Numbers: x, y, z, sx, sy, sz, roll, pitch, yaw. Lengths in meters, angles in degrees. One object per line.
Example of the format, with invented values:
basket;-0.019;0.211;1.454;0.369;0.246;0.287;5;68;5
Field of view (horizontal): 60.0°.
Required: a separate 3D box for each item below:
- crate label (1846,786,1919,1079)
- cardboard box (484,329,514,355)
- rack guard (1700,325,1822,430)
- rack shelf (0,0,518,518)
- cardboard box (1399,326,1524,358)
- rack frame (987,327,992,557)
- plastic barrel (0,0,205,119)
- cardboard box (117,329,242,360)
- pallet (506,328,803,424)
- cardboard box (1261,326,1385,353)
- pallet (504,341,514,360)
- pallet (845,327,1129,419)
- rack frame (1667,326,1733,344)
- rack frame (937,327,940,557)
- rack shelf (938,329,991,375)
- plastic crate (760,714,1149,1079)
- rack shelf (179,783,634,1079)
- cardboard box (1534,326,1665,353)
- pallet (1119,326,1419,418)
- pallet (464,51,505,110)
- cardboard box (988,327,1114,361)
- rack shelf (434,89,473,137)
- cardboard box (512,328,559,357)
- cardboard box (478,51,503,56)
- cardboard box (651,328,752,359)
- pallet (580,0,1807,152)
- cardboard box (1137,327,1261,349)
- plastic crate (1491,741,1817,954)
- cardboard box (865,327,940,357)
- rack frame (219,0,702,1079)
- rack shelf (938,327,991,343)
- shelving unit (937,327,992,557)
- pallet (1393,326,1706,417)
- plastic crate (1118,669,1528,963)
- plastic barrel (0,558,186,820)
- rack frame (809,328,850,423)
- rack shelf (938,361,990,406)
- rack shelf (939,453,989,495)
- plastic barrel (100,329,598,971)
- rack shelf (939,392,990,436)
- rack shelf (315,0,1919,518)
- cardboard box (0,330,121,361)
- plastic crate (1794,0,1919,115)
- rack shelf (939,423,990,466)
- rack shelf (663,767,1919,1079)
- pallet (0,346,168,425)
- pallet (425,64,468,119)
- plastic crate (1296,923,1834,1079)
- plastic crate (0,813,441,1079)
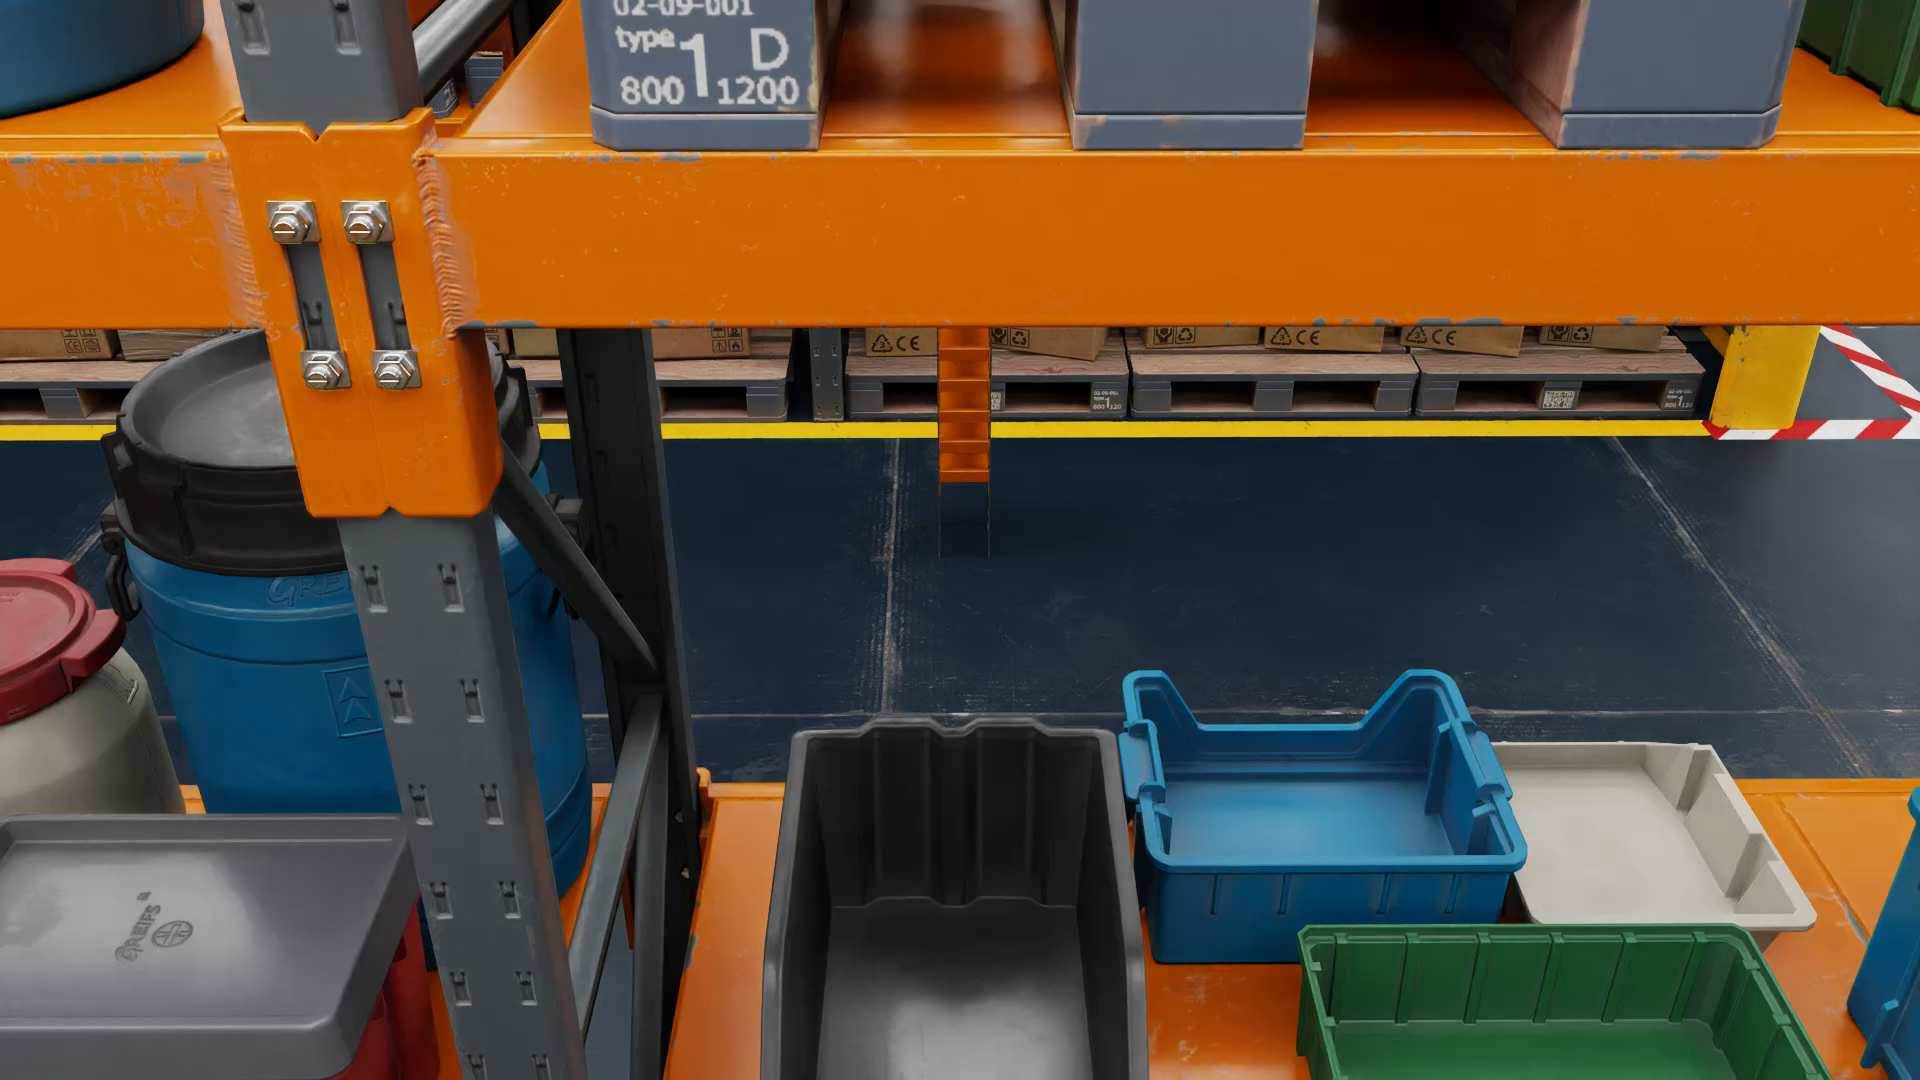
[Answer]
crate label;1.628;0.648;2.256;0.616;0.435;0.502;0;31;0
cardboard box;-2.213;-1.175;7.280;0.500;0.500;0.700;-3;31;-5
rack guard;3.361;-0.983;7.389;0.348;0.500;1.175;0;31;0
rack shelf;-2.533;-0.439;1.884;4.000;0.370;1.077;0;31;0
cardboard box;2.215;-1.150;7.259;0.500;0.500;0.500;8;32;13
rack frame;0.106;-0.513;5.939;0.006;1.200;0.240;0;31;0
plastic barrel;-1.040;-0.853;1.389;0.708;0.901;0.600;0;31;0
cardboard box;-3.338;-1.167;7.268;0.500;0.500;0.700;-3;31;-4
pallet;-1.341;-0.844;7.438;1.213;0.211;1.003;0;31;0
cardboard box;1.589;-1.158;7.272;0.500;0.500;0.500;3;31;4
pallet;-2.564;-0.839;7.429;1.213;0.211;1.003;0;31;0
pallet;0.109;-0.868;7.477;1.213;0.211;1.003;0;31;0
rack frame;3.437;-2.052;6.741;0.127;3.000;1.000;0;31;0
rack frame;-0.077;-0.513;5.938;0.006;1.200;0.240;0;31;0
rack shelf;0.014;-0.680;5.837;0.180;0.103;0.258;0;31;0
plastic crate;-0.008;0.620;2.396;0.504;0.338;0.767;0;31;0
rack shelf;-2.533;0.843;2.662;4.000;0.370;1.077;0;31;0
cardboard box;2.813;-1.170;7.291;0.500;0.500;0.500;5;32;9
pallet;1.332;-0.873;7.486;1.213;0.211;1.003;0;31;0
pallet;-1.328;-2.031;6.890;1.213;0.211;1.003;0;31;0
cardboard box;0.410;-1.137;7.237;0.500;0.500;0.500;10;33;15
rack shelf;-2.563;-1.726;6.896;4.000;0.370;1.077;0;31;0
cardboard box;-1.654;-1.177;7.283;0.500;0.500;0.700;0;31;-1
cardboard box;-1.358;-2.546;6.571;1.000;1.000;1.000;0;31;0
cardboard box;-1.177;-1.168;7.270;0.500;0.500;0.700;-2;31;-4
pallet;0.188;-0.725;1.844;1.003;0.211;1.213;0;31;0
cardboard box;1.031;-1.179;7.307;0.500;0.500;0.500;-3;31;-5
plastic crate;1.090;0.506;2.779;0.437;0.136;0.530;0;31;0
cardboard box;-0.162;-1.131;7.227;0.500;0.500;0.500;-1;31;-2
rack frame;-0.533;0.528;2.488;0.053;2.616;0.949;0;31;0
rack shelf;0.014;-0.783;5.775;0.180;0.103;0.258;0;31;0
shelving unit;0.014;-0.513;5.939;0.189;1.200;0.258;0;31;0
pallet;2.549;-0.876;7.490;1.213;0.211;1.003;0;31;0
plastic crate;0.572;0.449;2.762;0.616;0.251;0.499;0;31;0
plastic barrel;-1.491;0.361;2.633;0.433;0.535;0.433;0;31;0
rack frame;-0.563;-2.040;6.720;0.127;3.000;1.000;0;31;0
rack shelf;0.014;-0.578;5.900;0.180;0.103;0.258;0;31;0
rack shelf;0.014;-0.270;6.086;0.180;0.103;0.258;0;31;0
plastic barrel;-0.921;0.159;2.613;0.708;0.901;0.600;0;31;0
rack shelf;0.014;-0.475;5.962;0.180;0.103;0.258;0;31;0
rack shelf;1.467;-0.452;1.904;4.000;0.370;1.077;0;31;0
cardboard box;-3.893;-1.159;7.254;0.500;0.500;0.700;-2;31;-3
plastic crate;1.047;-0.526;1.538;0.450;0.188;0.336;0;31;0
rack shelf;0.014;-0.372;6.024;0.180;0.103;0.258;0;31;0
rack shelf;1.467;0.831;2.682;4.000;0.370;1.077;0;31;0
pallet;-3.781;-0.837;7.425;1.213;0.211;1.003;0;31;0
pallet;-2.583;-1.973;6.794;1.213;0.211;1.003;0;31;0
plastic crate;0.826;0.762;2.306;0.662;0.188;0.450;0;31;0
plastic crate;-1.015;0.662;2.205;0.583;0.464;0.402;0;31;0
